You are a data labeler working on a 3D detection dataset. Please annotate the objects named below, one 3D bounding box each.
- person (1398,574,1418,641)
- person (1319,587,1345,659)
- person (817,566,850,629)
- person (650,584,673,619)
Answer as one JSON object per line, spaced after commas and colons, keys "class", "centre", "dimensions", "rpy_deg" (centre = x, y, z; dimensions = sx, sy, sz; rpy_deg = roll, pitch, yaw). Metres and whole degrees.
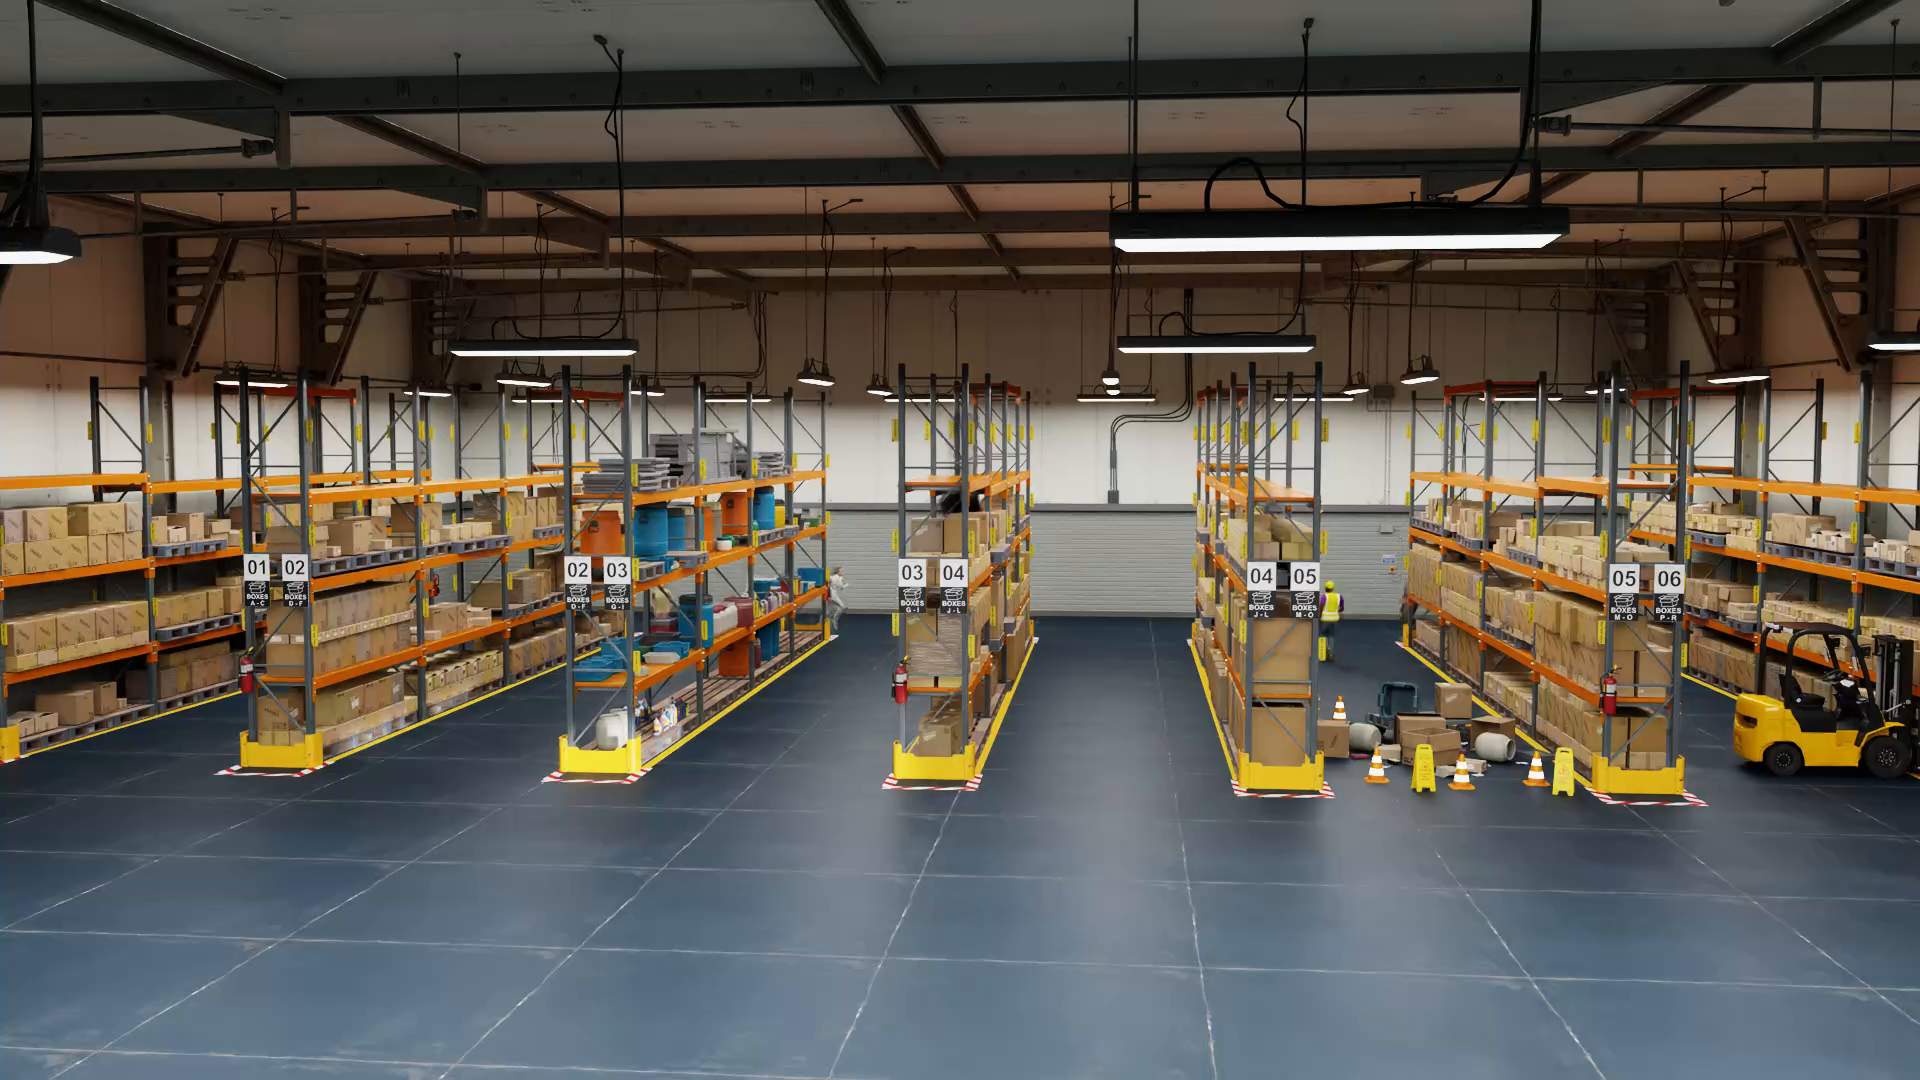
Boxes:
{"class": "person", "centre": [10.918, 1.569, 40.094], "dimensions": [0.678, 1.736, 0.710], "rpy_deg": [0, 4, -5]}
{"class": "person", "centre": [8.169, 1.829, 36.876], "dimensions": [0.697, 1.597, 0.566], "rpy_deg": [-1, 4, -13]}
{"class": "person", "centre": [-3.231, 1.454, 42.345], "dimensions": [0.854, 1.622, 0.601], "rpy_deg": [1, 4, 15]}
{"class": "person", "centre": [-6.978, 1.702, 38.773], "dimensions": [0.568, 1.640, 0.563], "rpy_deg": [0, 4, -5]}
